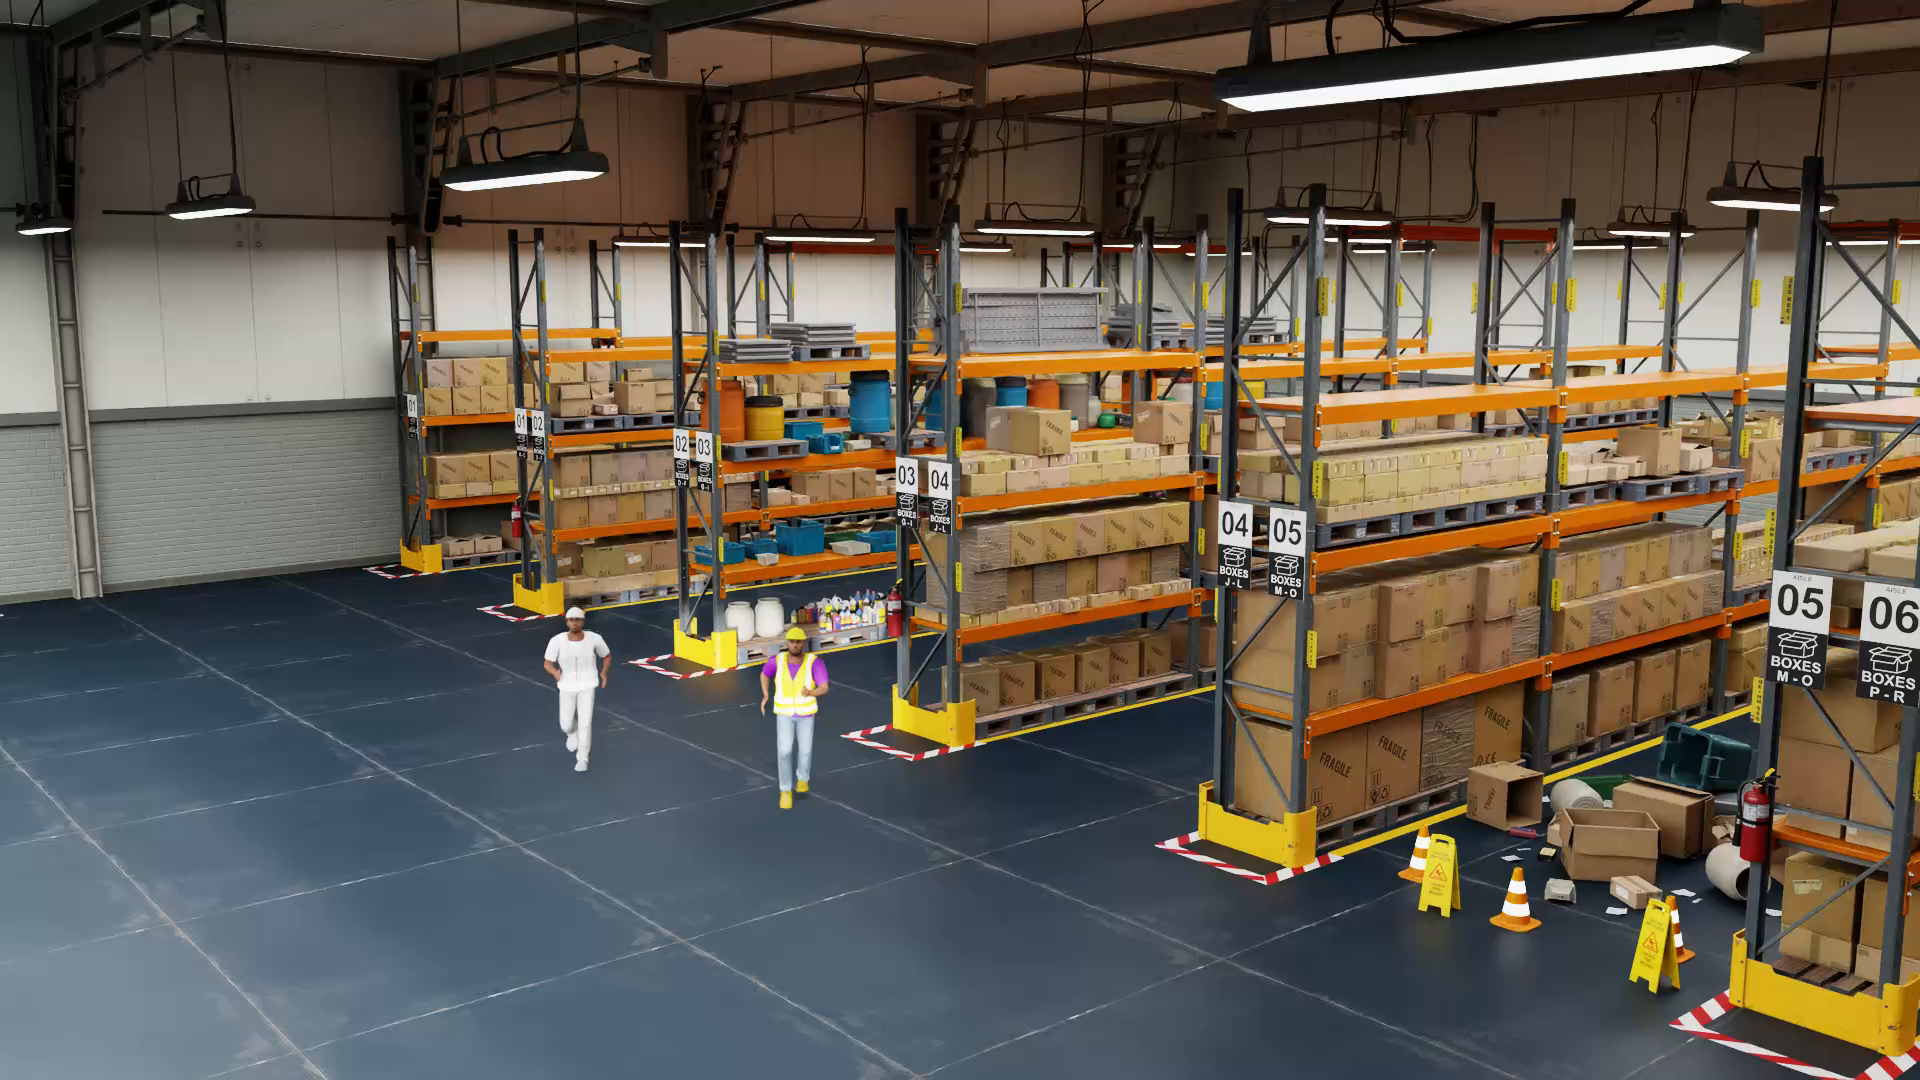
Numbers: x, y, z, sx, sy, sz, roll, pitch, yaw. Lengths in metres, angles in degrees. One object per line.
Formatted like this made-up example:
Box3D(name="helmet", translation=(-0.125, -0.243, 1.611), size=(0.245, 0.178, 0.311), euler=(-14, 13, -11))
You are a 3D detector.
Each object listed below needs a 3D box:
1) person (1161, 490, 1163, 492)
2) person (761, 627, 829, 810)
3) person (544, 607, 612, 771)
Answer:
Box3D(name="person", translation=(4.198, -0.699, 32.876), size=(0.563, 1.745, 0.736), euler=(7, 11, 40))
Box3D(name="person", translation=(-1.643, 1.765, 16.587), size=(0.674, 1.823, 0.752), euler=(-1, 9, -6))
Box3D(name="person", translation=(-4.107, 1.577, 17.902), size=(0.712, 1.731, 0.795), euler=(-1, 9, -9))
